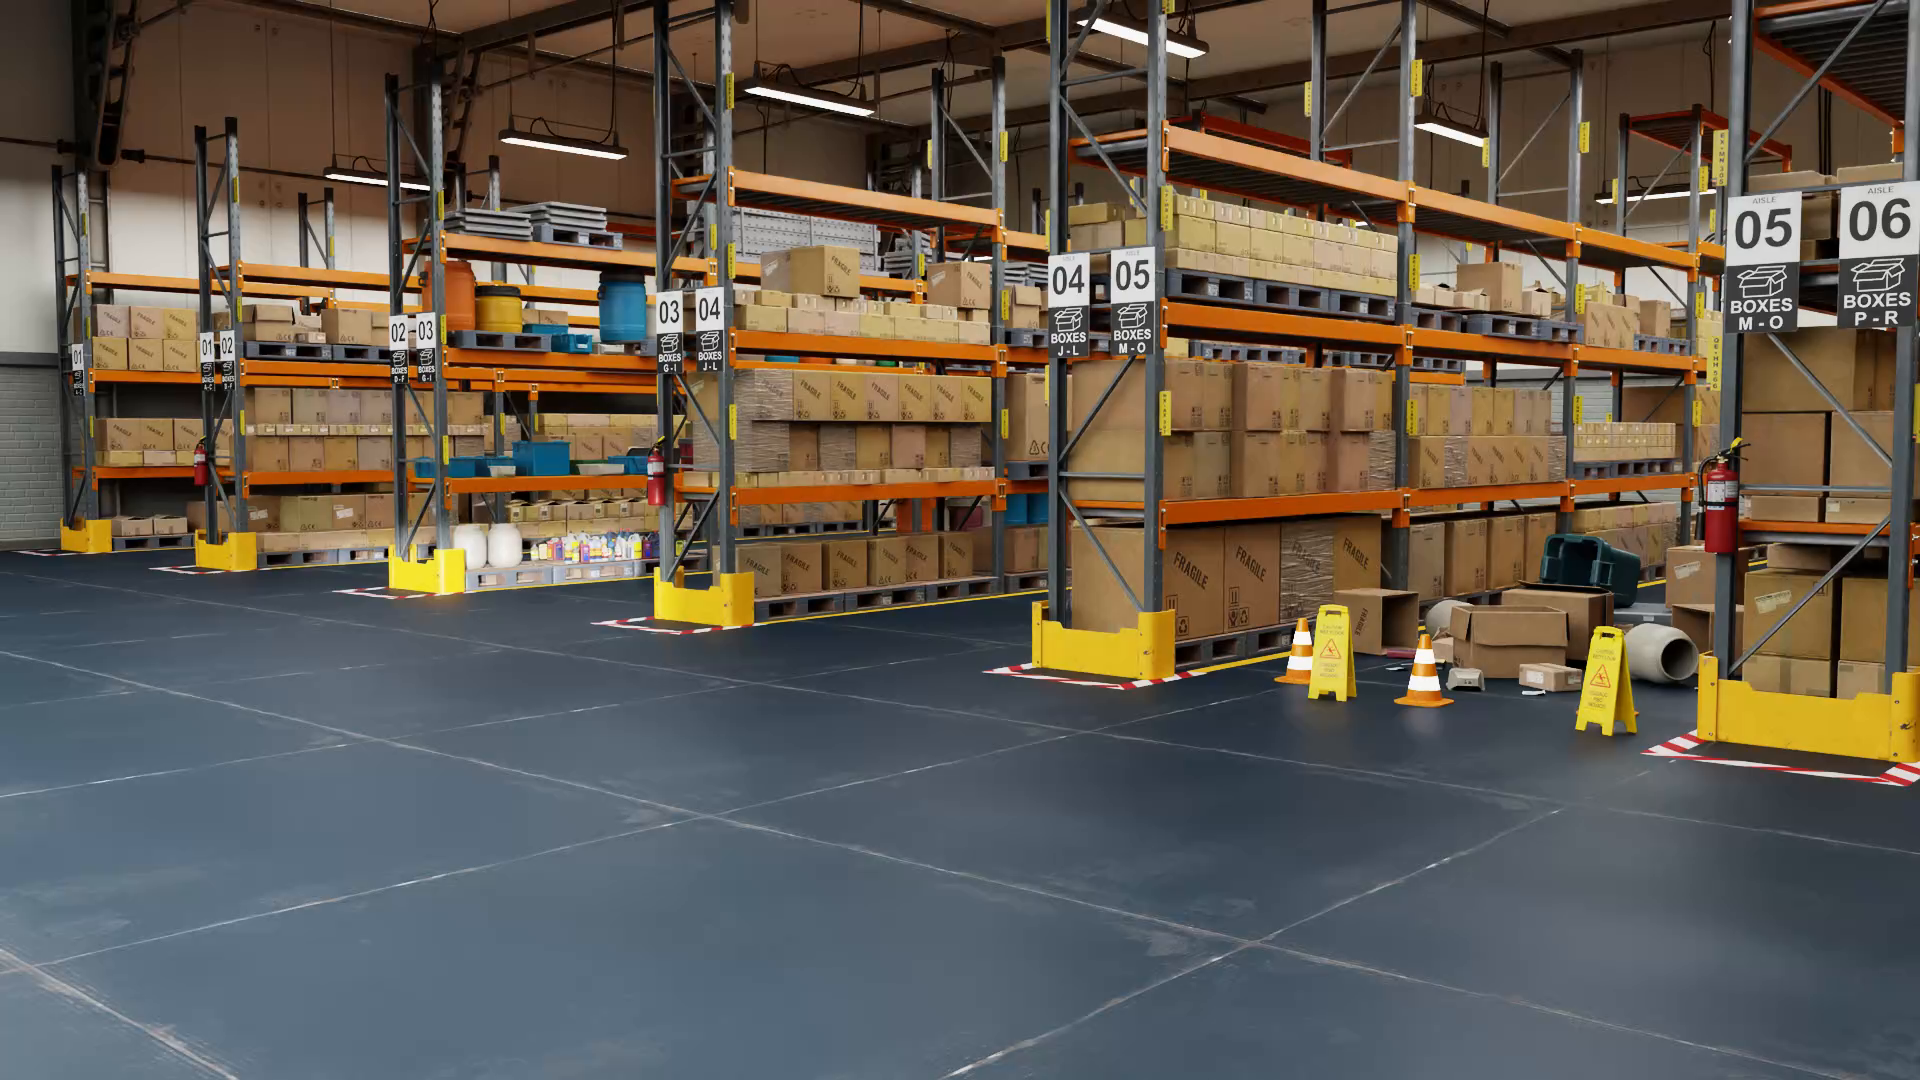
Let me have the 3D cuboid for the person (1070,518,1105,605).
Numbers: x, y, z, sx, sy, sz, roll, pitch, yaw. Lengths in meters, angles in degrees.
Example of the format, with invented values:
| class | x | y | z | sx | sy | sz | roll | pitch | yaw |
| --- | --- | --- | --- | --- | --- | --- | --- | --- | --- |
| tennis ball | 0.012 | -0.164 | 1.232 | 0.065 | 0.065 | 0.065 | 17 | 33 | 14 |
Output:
| class | x | y | z | sx | sy | sz | roll | pitch | yaw |
| --- | --- | --- | --- | --- | --- | --- | --- | --- | --- |
| person | 1.292 | -0.086 | 16.921 | 0.443 | 1.680 | 0.362 | 3 | 5 | 42 |
